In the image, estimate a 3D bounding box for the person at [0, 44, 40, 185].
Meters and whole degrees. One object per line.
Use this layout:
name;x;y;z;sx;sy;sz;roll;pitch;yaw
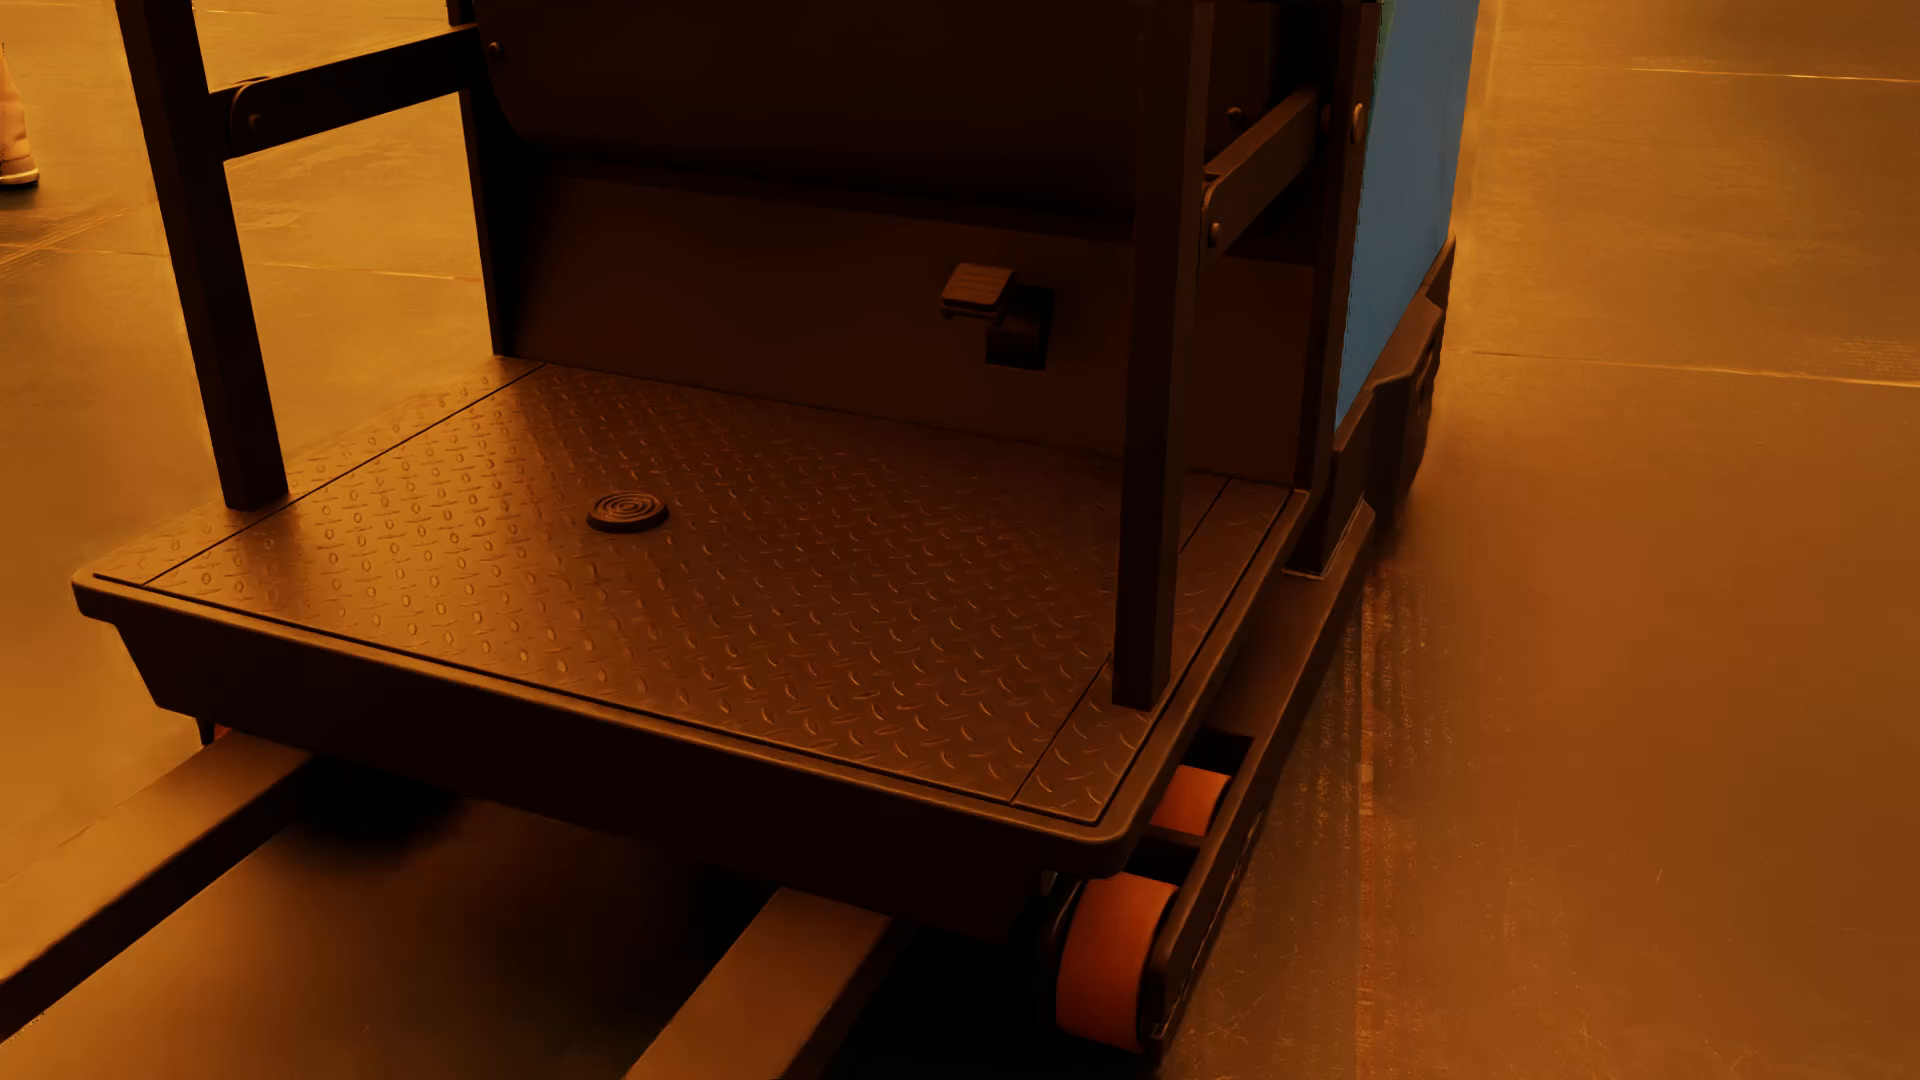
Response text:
person;-2.629;-1.650;3.883;0.476;1.750;0.622;20;33;34

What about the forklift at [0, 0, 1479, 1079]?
forklift;-0.196;-1.051;1.330;1.130;2.935;3.031;11;29;21
